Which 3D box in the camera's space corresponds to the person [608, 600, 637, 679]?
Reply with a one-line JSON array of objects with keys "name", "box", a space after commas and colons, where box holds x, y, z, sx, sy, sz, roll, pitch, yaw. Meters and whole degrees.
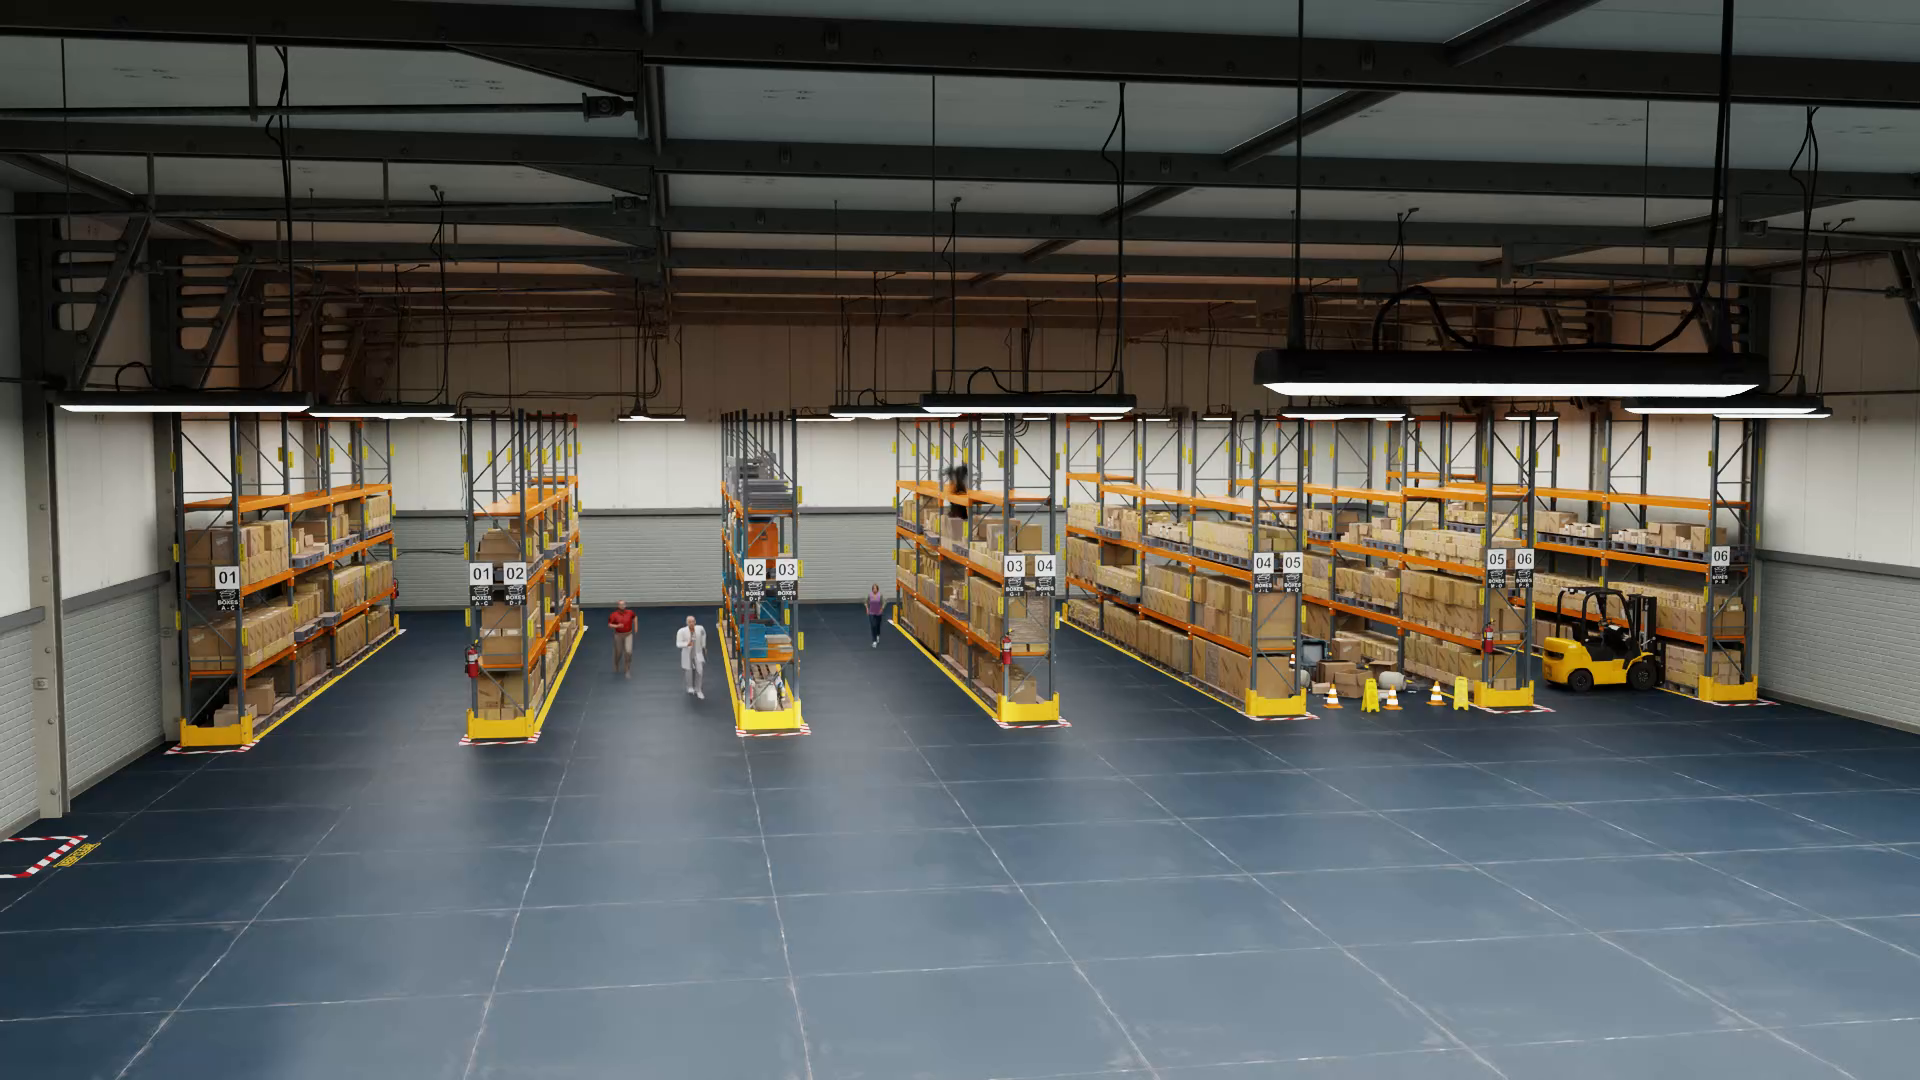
[{"name": "person", "box": [-7.642, 2.242, 37.693, 0.653, 1.785, 0.913, -1, 4, -14]}]

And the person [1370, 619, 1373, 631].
[{"name": "person", "box": [10.989, 1.700, 45.721, 0.650, 1.695, 0.976, -2, 4, -21]}]

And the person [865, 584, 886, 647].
[{"name": "person", "box": [-2.193, 1.936, 43.062, 0.553, 1.604, 0.789, 0, 4, -3]}]

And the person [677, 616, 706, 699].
[{"name": "person", "box": [-5.603, 2.431, 34.706, 0.625, 1.731, 1.037, -1, 4, -12]}]
